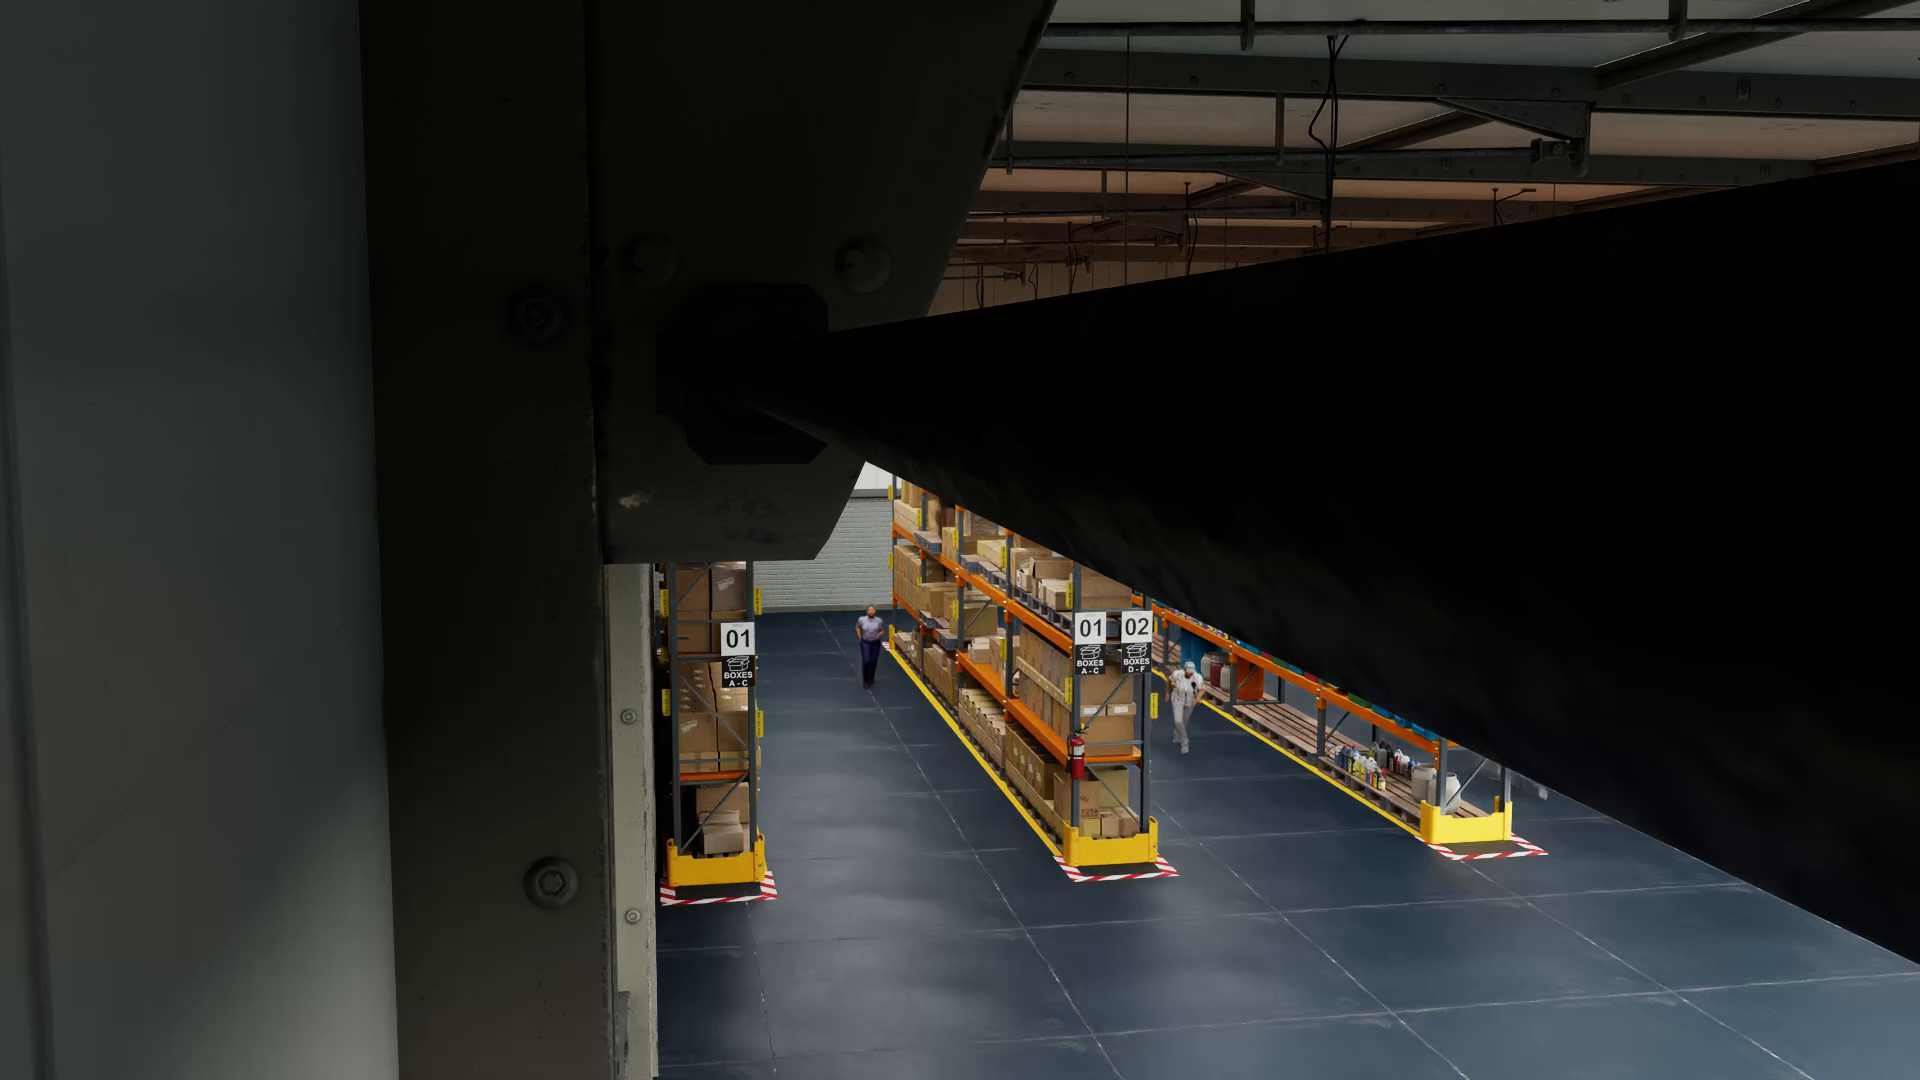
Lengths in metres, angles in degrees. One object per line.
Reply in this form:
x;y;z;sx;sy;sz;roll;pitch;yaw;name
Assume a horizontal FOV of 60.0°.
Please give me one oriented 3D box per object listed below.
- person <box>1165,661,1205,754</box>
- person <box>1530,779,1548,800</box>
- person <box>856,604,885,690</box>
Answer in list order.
3.648;2.653;27.068;0.619;1.514;1.076;0;6;0;person
8.618;2.879;24.224;0.661;1.663;0.797;-1;6;-12;person
-1.725;2.063;32.176;0.518;1.665;0.796;-2;6;-14;person
